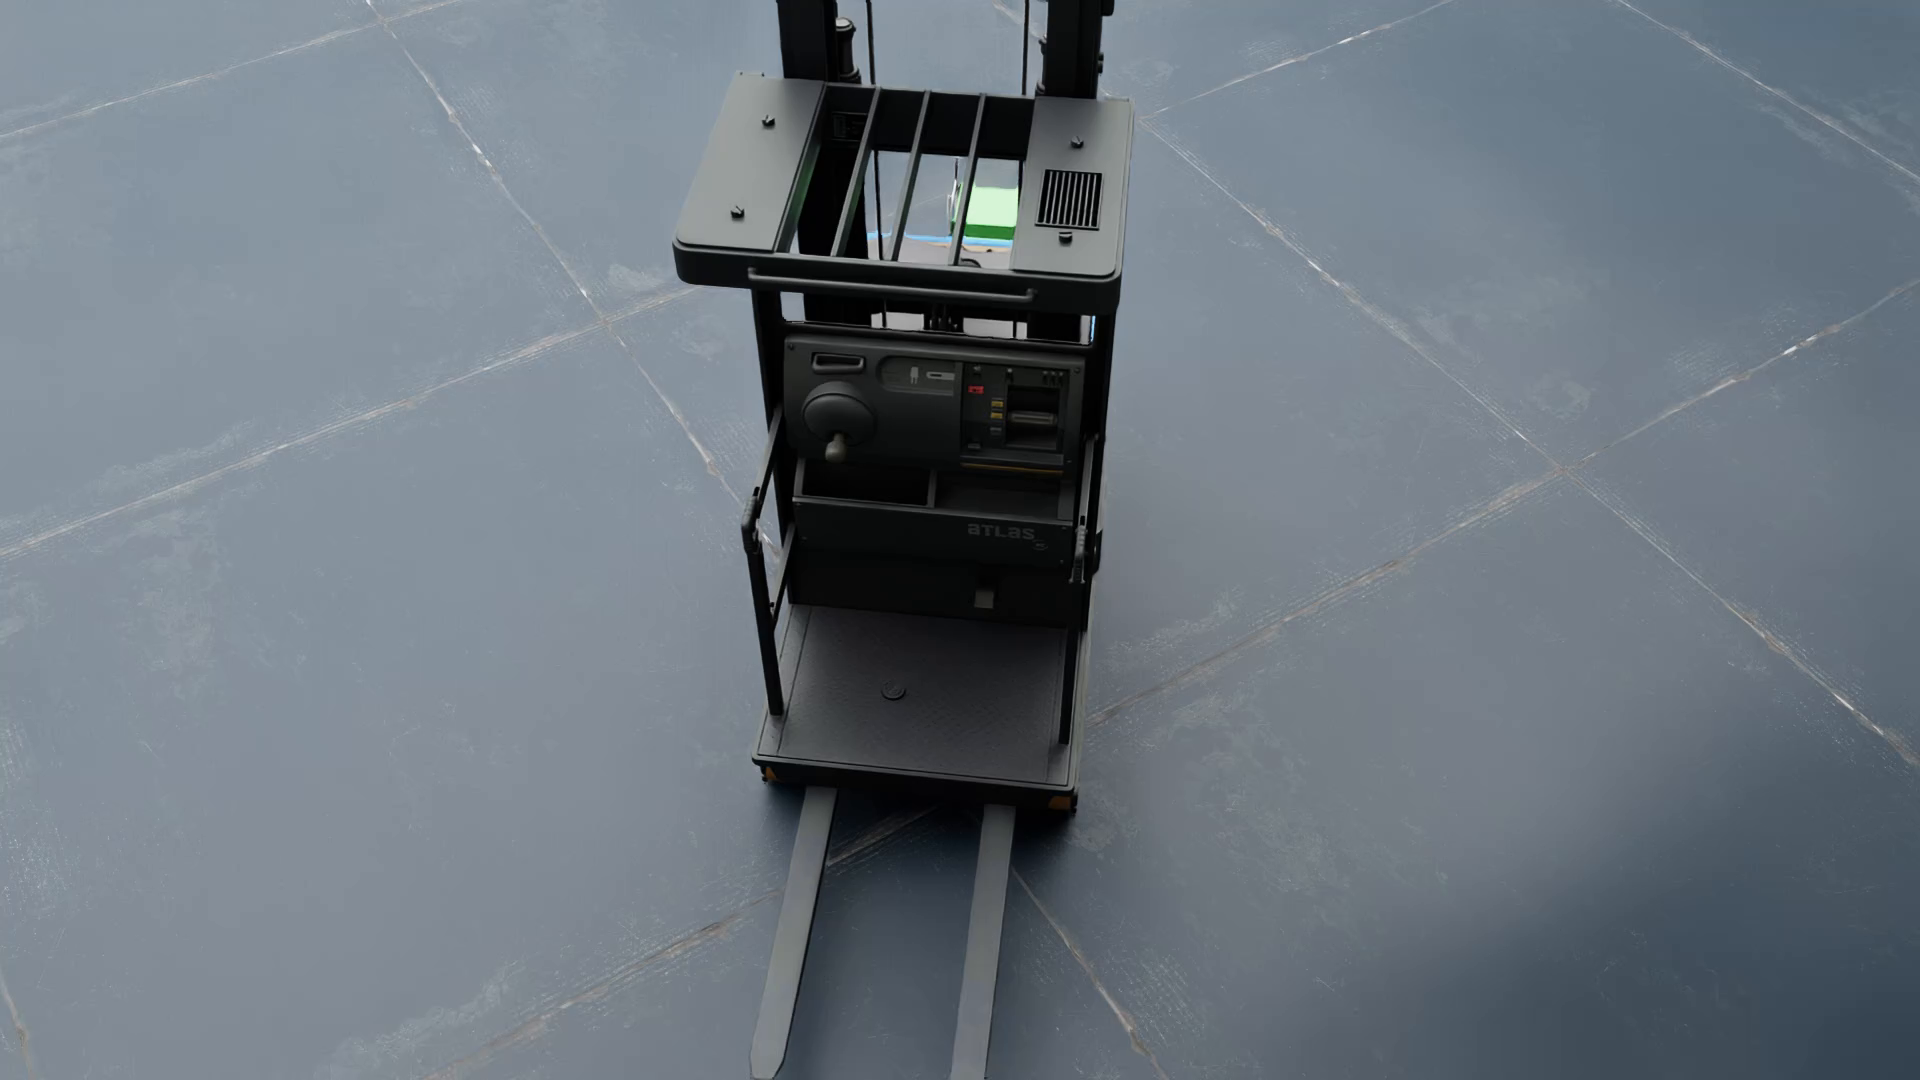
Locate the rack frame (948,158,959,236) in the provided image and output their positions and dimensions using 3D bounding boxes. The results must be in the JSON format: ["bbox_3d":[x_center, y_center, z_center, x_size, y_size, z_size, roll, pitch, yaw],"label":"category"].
[{"bbox_3d":[-0.025,-0.980,6.763,0.015,1.200,0.240,5,48,5],"label":"rack frame"}]

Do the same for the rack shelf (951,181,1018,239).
[{"bbox_3d":[0.218,-1.237,6.435,0.480,0.148,0.258,5,48,5],"label":"rack shelf"}]

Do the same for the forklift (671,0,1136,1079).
[{"bbox_3d":[-0.107,-0.310,5.008,1.130,2.935,3.031,5,49,5],"label":"forklift"}]

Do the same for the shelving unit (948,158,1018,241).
[{"bbox_3d":[0.218,-0.958,6.743,0.503,1.200,0.258,5,48,5],"label":"shelving unit"}]

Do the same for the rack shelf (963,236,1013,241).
[{"bbox_3d":[0.218,-1.076,6.613,0.480,0.148,0.258,5,48,5],"label":"rack shelf"}]
